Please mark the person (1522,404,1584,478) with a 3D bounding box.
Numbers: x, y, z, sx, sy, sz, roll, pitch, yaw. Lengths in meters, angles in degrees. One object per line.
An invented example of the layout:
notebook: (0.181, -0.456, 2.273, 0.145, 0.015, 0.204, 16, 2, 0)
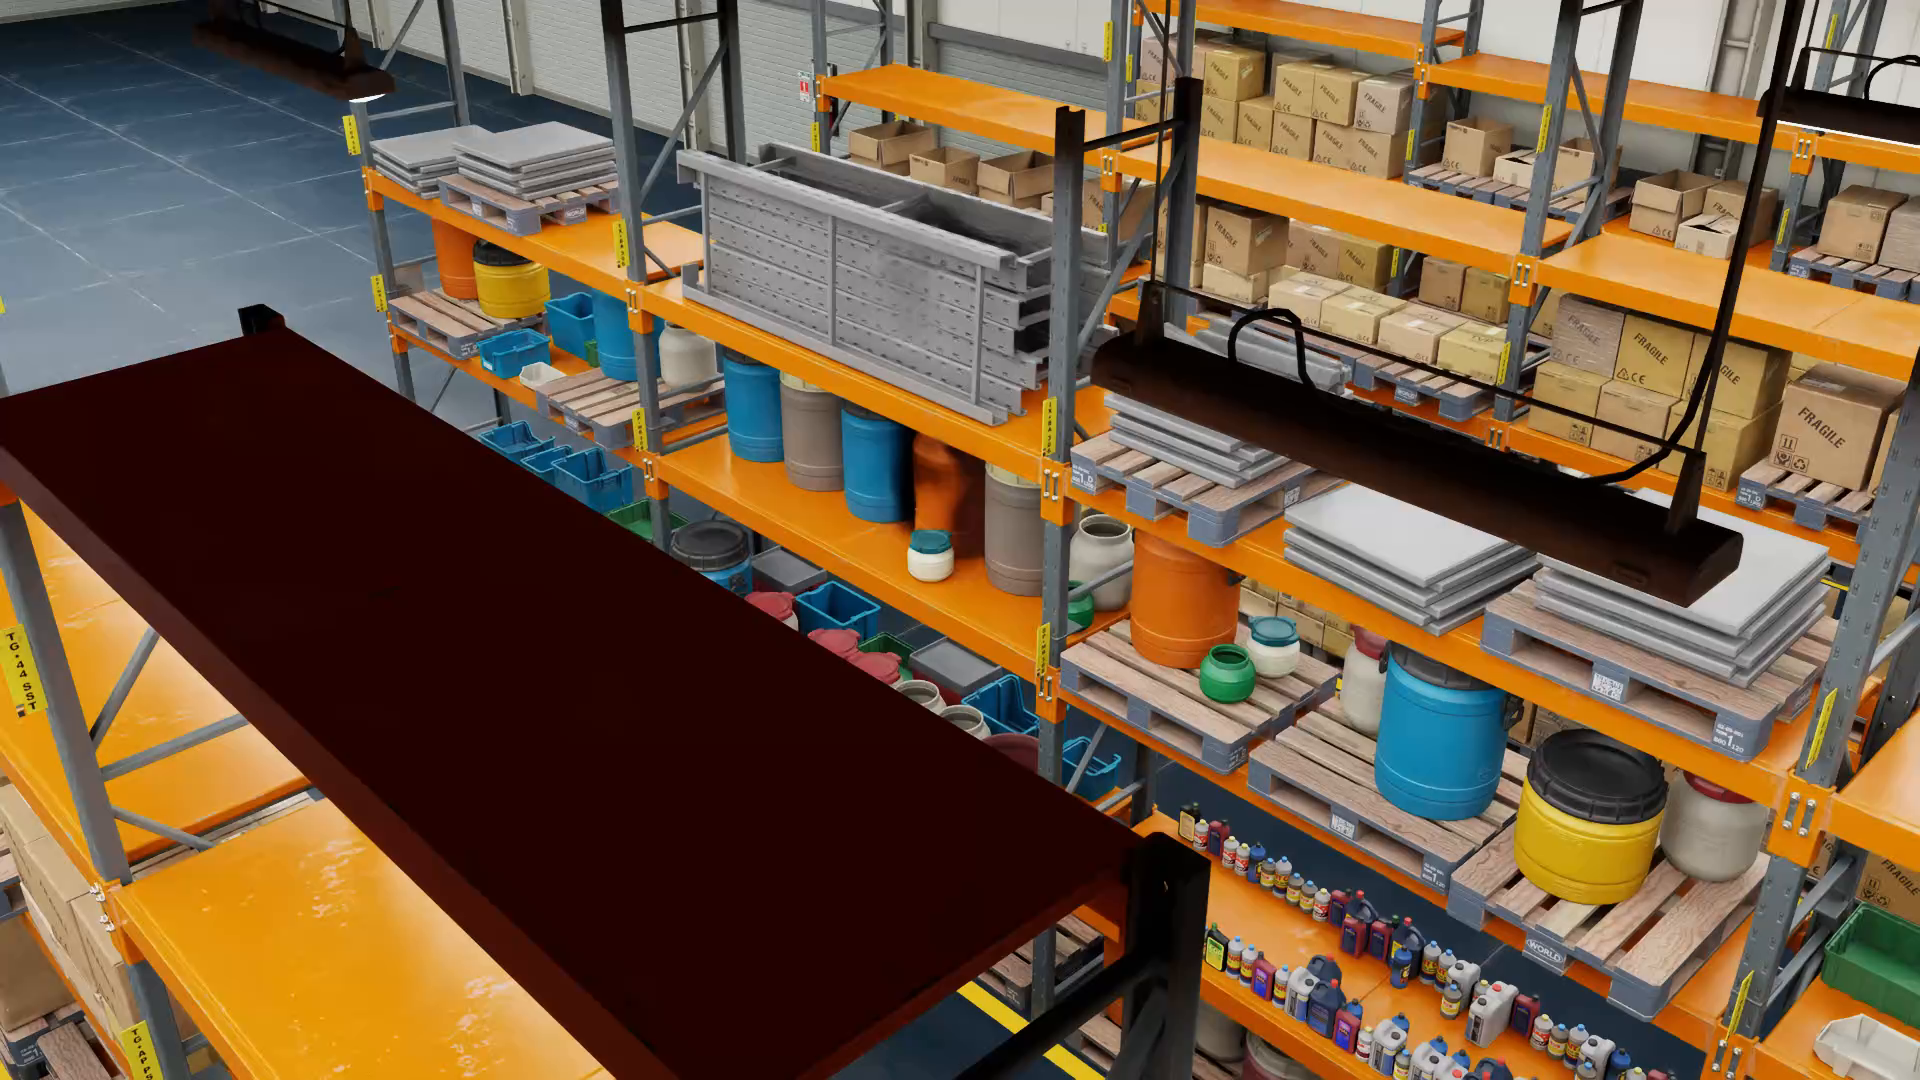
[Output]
person: (5.873, -0.669, 16.439, 0.850, 1.587, 0.719, 13, 31, 23)
